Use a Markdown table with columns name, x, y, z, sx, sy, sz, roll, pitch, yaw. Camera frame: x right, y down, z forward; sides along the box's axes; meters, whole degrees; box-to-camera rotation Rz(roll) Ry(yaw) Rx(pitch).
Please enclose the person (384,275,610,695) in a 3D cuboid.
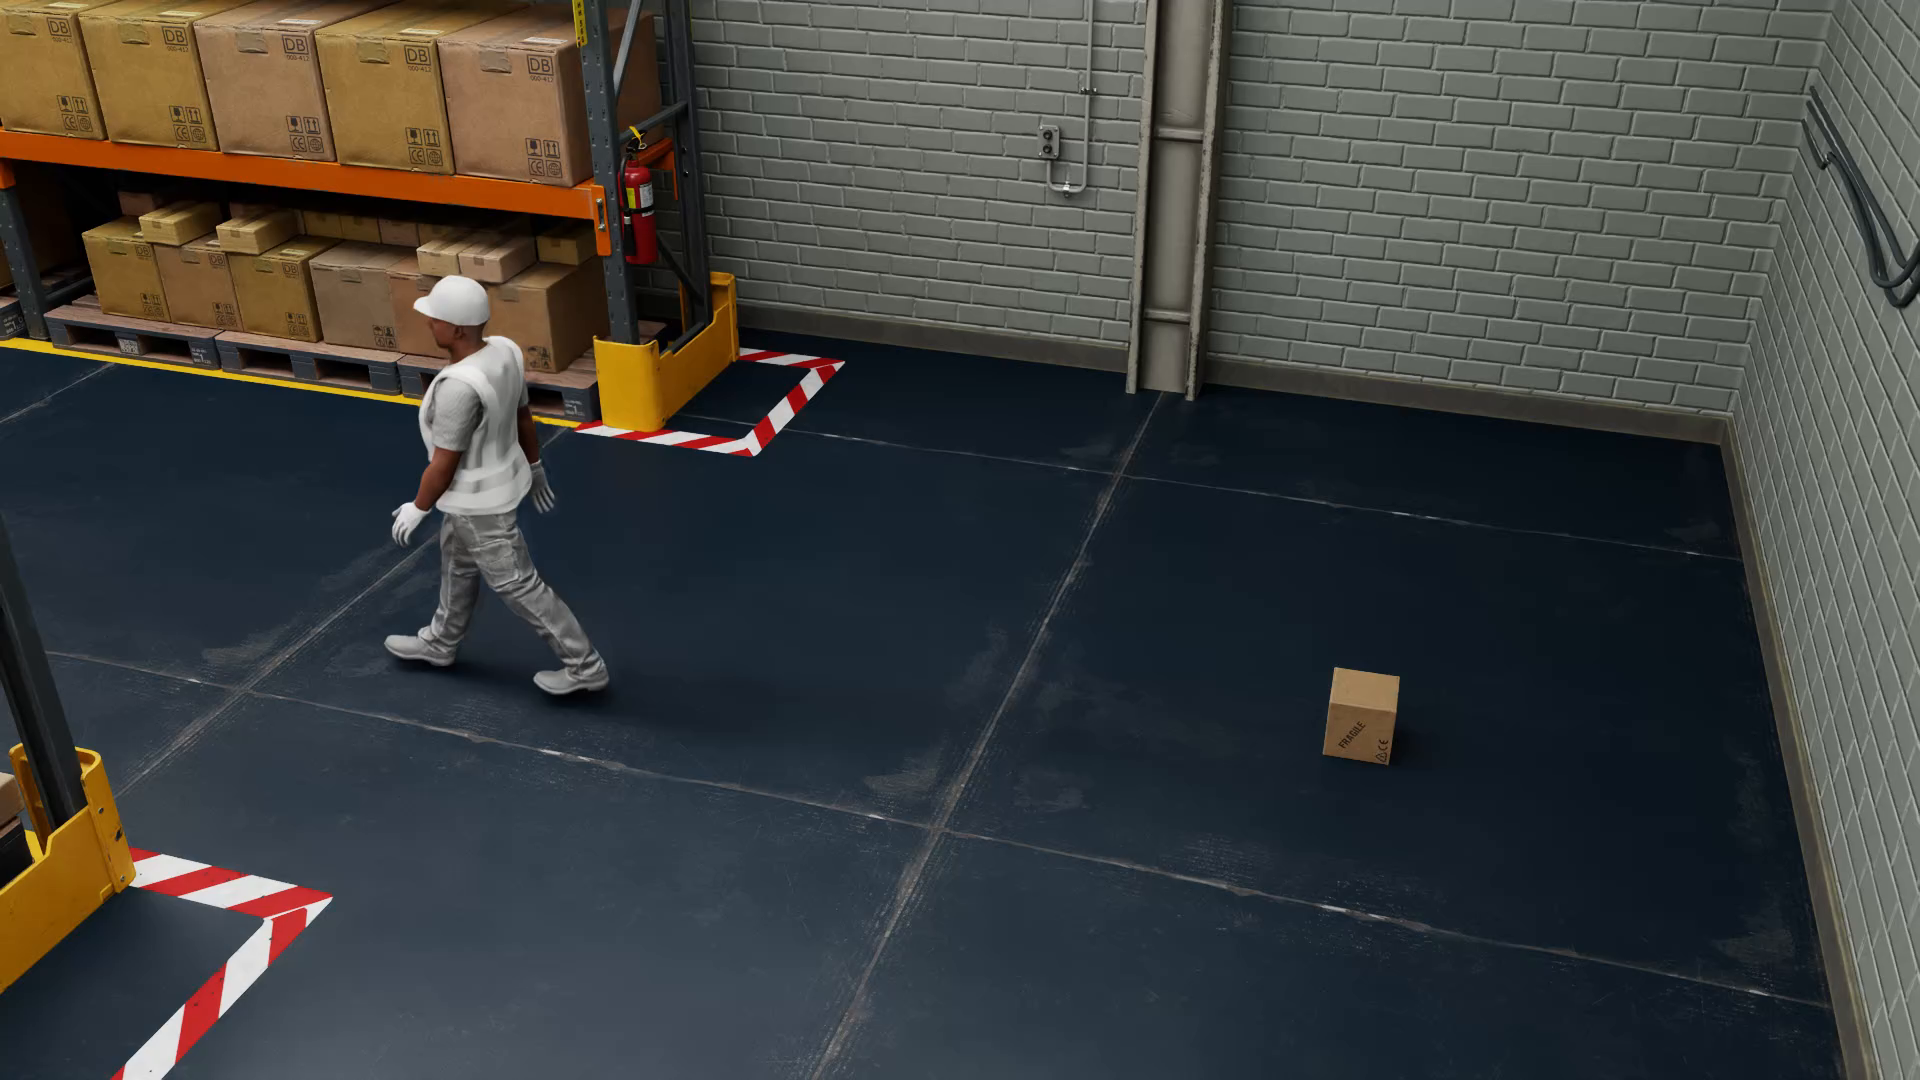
| name | x | y | z | sx | sy | sz | roll | pitch | yaw |
| --- | --- | --- | --- | --- | --- | --- | --- | --- | --- |
| person | -1.919 | -0.188 | 6.440 | 1.012 | 1.738 | 0.586 | 2 | 29 | 3 |
